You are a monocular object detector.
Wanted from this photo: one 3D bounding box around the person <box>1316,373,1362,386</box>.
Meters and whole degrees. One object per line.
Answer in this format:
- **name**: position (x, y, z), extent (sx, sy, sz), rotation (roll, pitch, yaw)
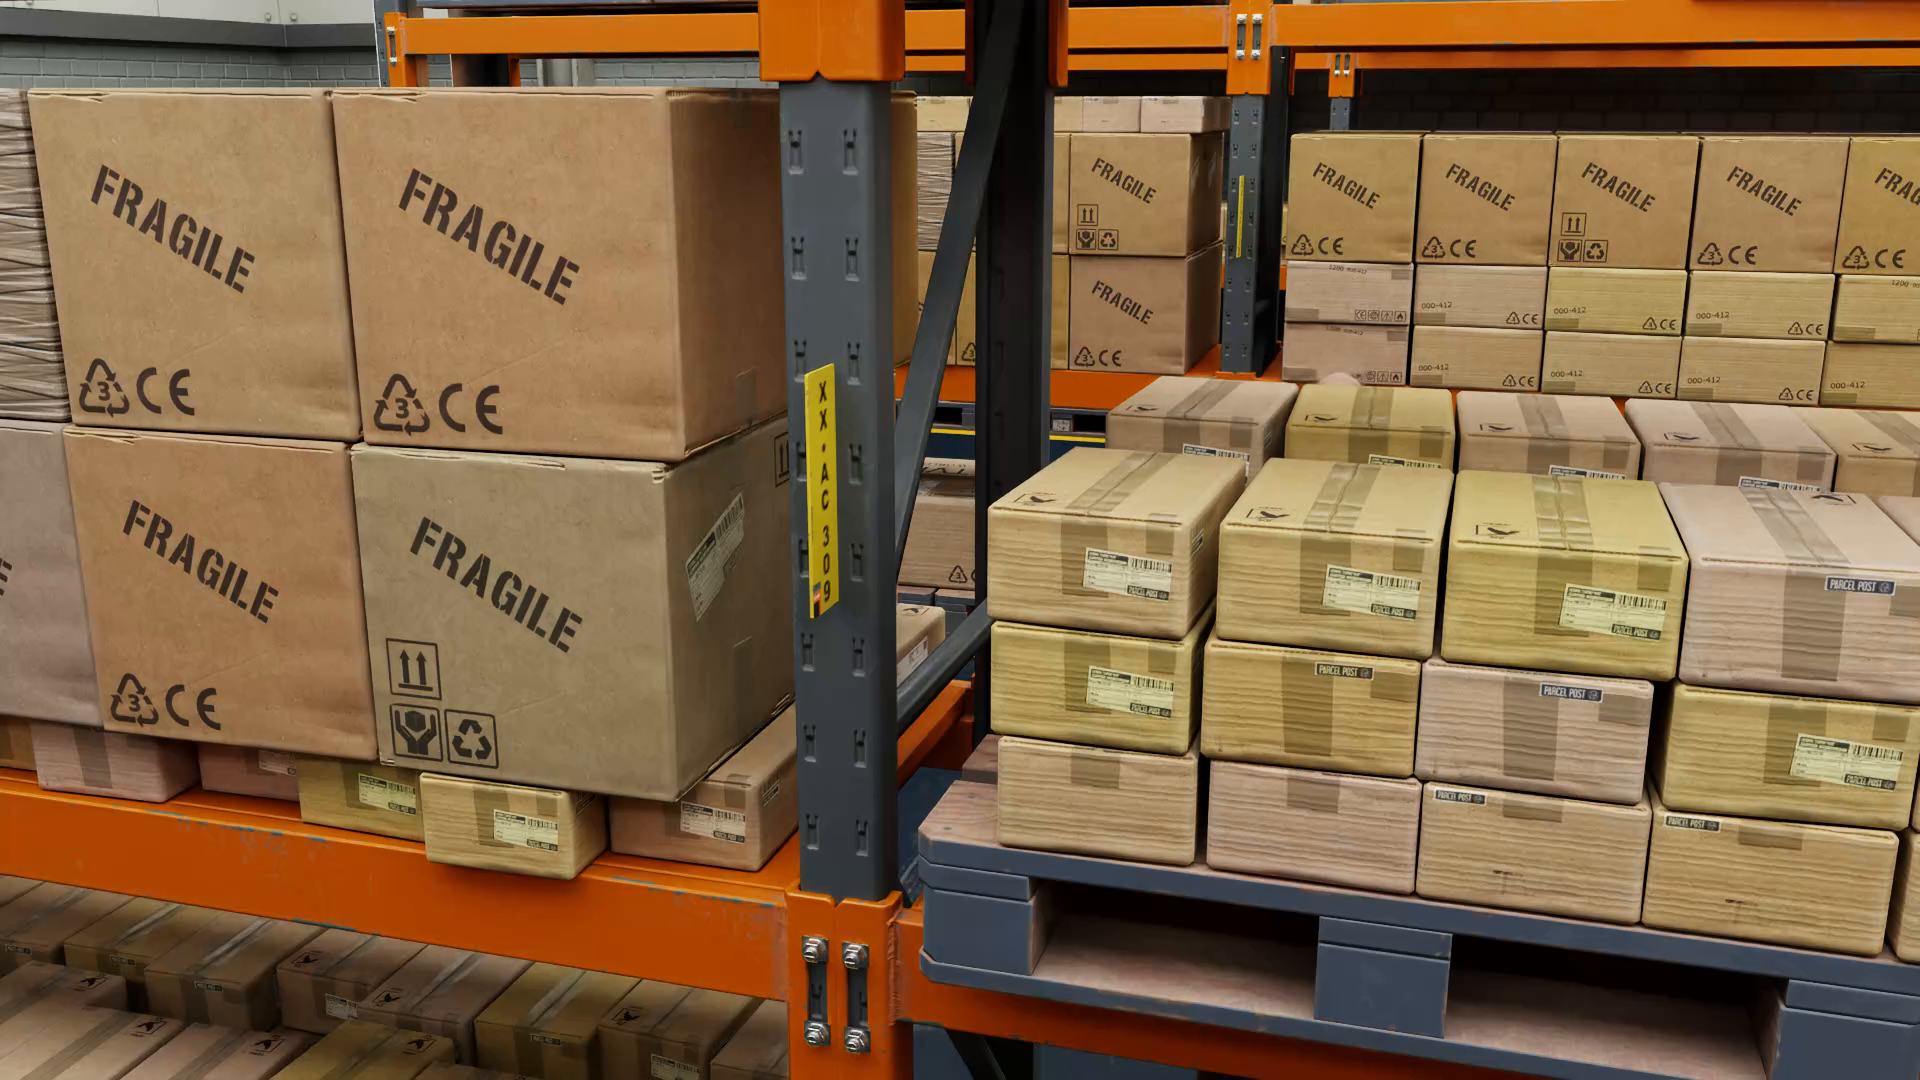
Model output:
- **person**: position (1.141, 0.110, 6.218), extent (0.680, 1.483, 0.629), rotation (1, 15, 3)
